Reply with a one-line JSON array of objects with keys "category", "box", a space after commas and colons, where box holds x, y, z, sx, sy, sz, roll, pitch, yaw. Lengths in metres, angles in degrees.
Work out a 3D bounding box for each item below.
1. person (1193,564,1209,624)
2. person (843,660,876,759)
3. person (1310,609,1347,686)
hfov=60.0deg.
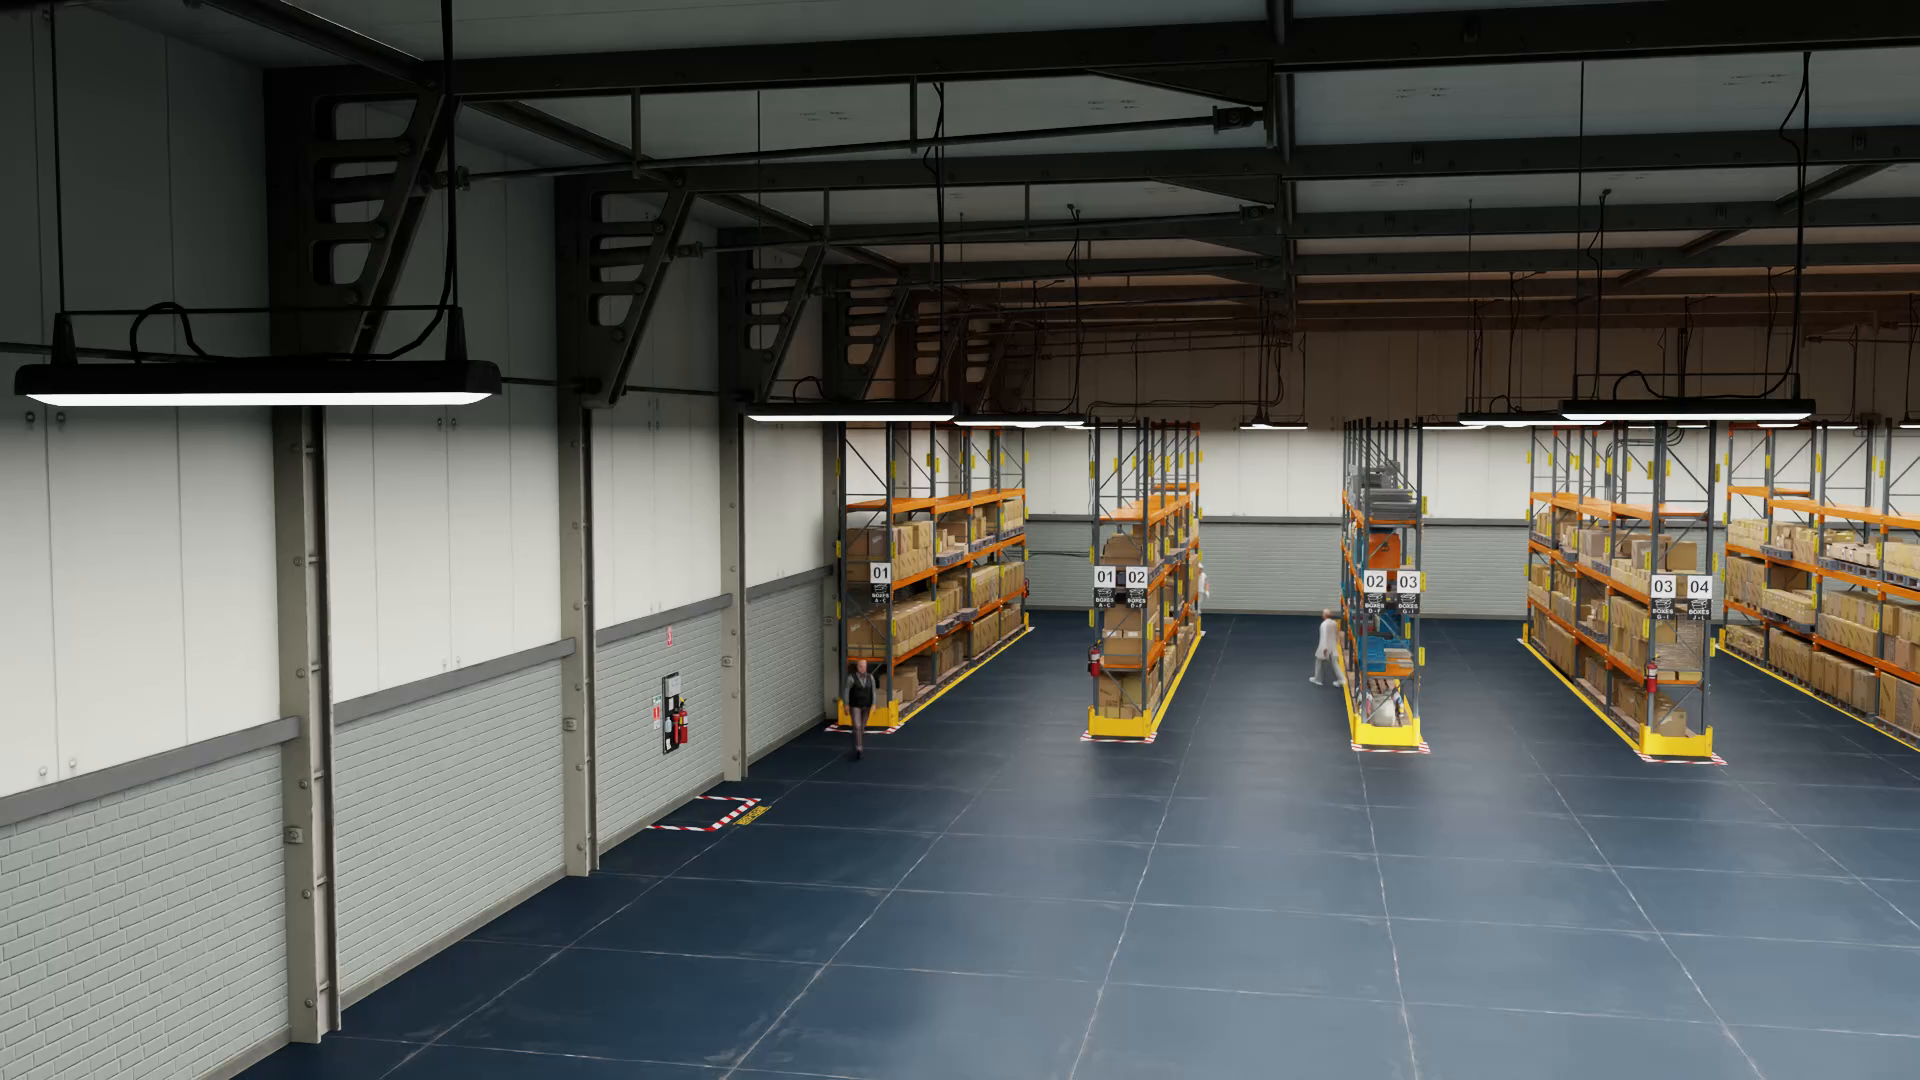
[{"category": "person", "box": [7.199, 1.593, 50.043, 0.546, 1.768, 0.959, -1, 4, -18]}, {"category": "person", "box": [-1.744, 2.950, 29.377, 0.566, 1.672, 0.940, -2, 4, -30]}, {"category": "person", "box": [8.341, 2.428, 37.468, 0.562, 1.735, 1.112, -2, 4, -23]}]
